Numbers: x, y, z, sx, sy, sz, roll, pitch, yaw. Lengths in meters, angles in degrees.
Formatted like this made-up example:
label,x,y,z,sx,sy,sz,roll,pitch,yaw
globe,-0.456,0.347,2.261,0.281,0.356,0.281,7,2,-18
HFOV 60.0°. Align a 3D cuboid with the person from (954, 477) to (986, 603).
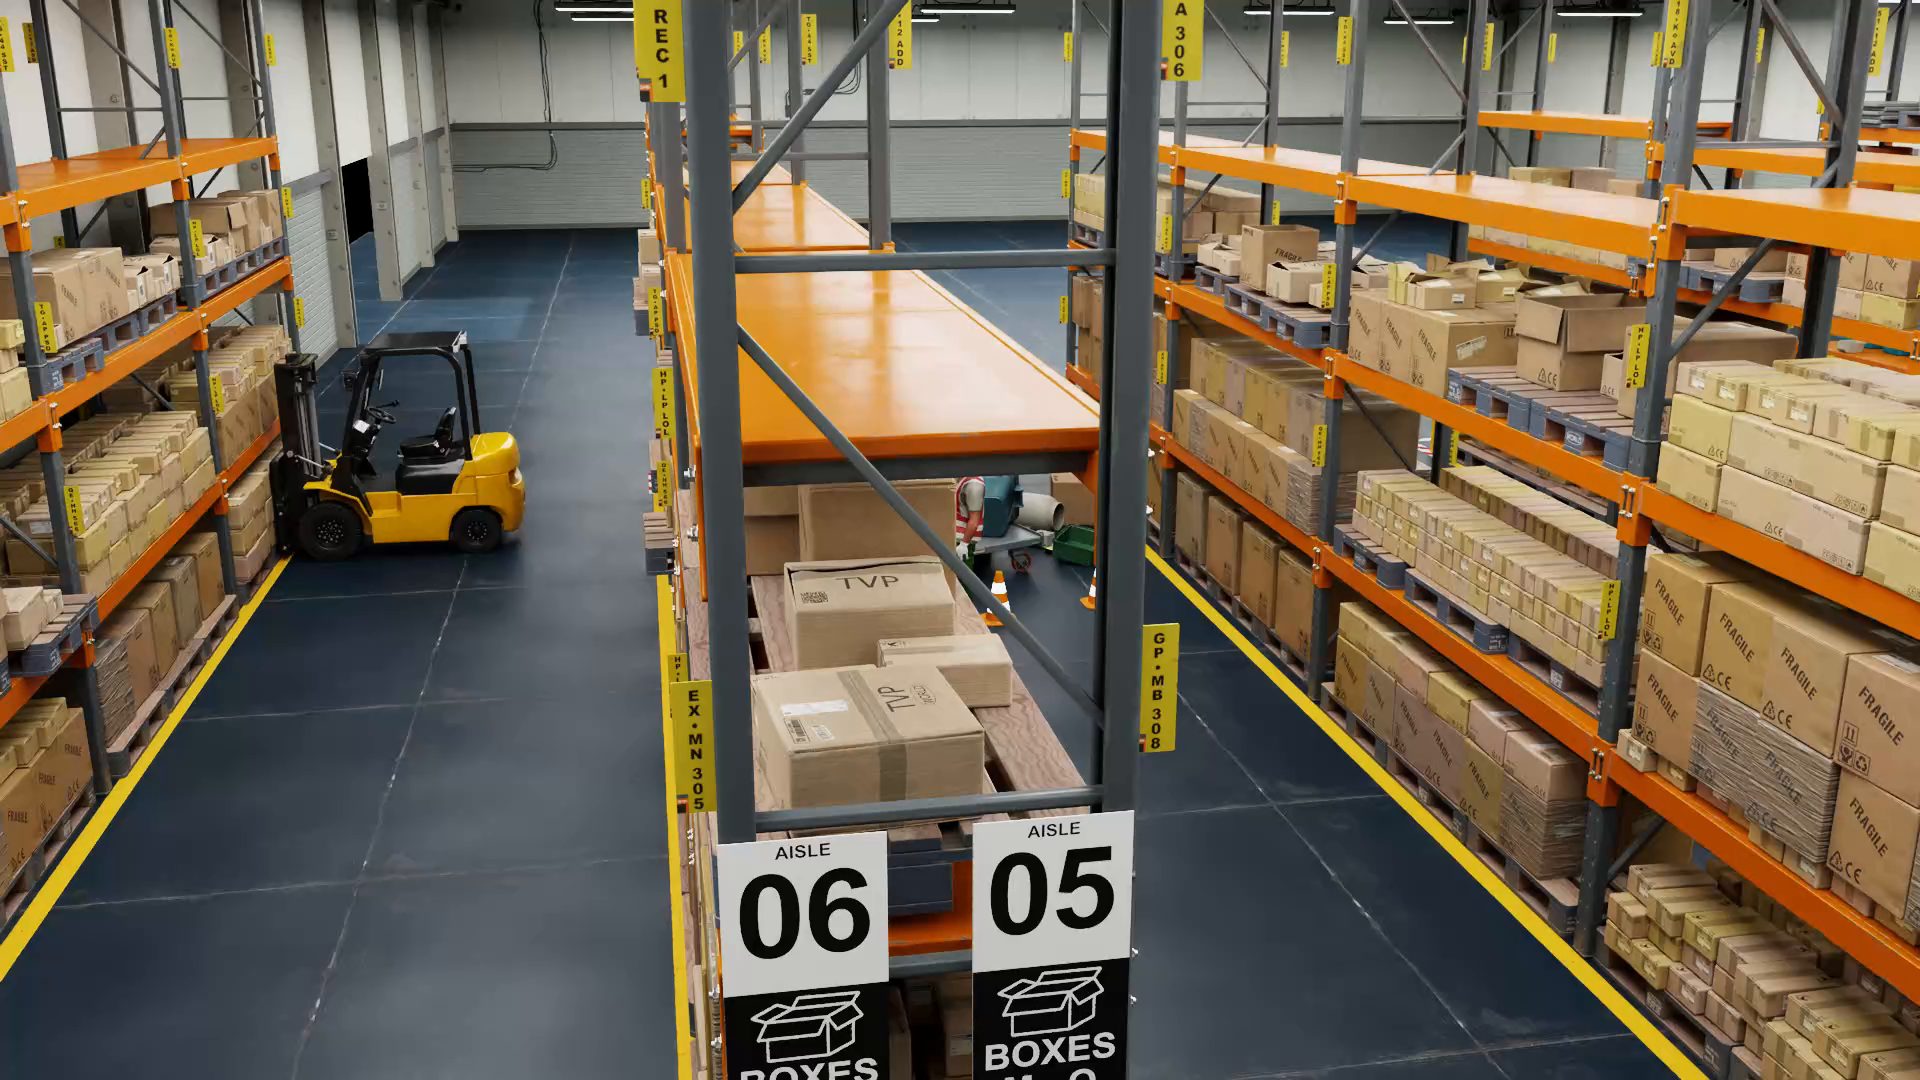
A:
label,x,y,z,sx,sy,sz,roll,pitch,yaw
person,-0.068,-0.013,14.499,0.563,1.789,0.638,-3,16,-10
